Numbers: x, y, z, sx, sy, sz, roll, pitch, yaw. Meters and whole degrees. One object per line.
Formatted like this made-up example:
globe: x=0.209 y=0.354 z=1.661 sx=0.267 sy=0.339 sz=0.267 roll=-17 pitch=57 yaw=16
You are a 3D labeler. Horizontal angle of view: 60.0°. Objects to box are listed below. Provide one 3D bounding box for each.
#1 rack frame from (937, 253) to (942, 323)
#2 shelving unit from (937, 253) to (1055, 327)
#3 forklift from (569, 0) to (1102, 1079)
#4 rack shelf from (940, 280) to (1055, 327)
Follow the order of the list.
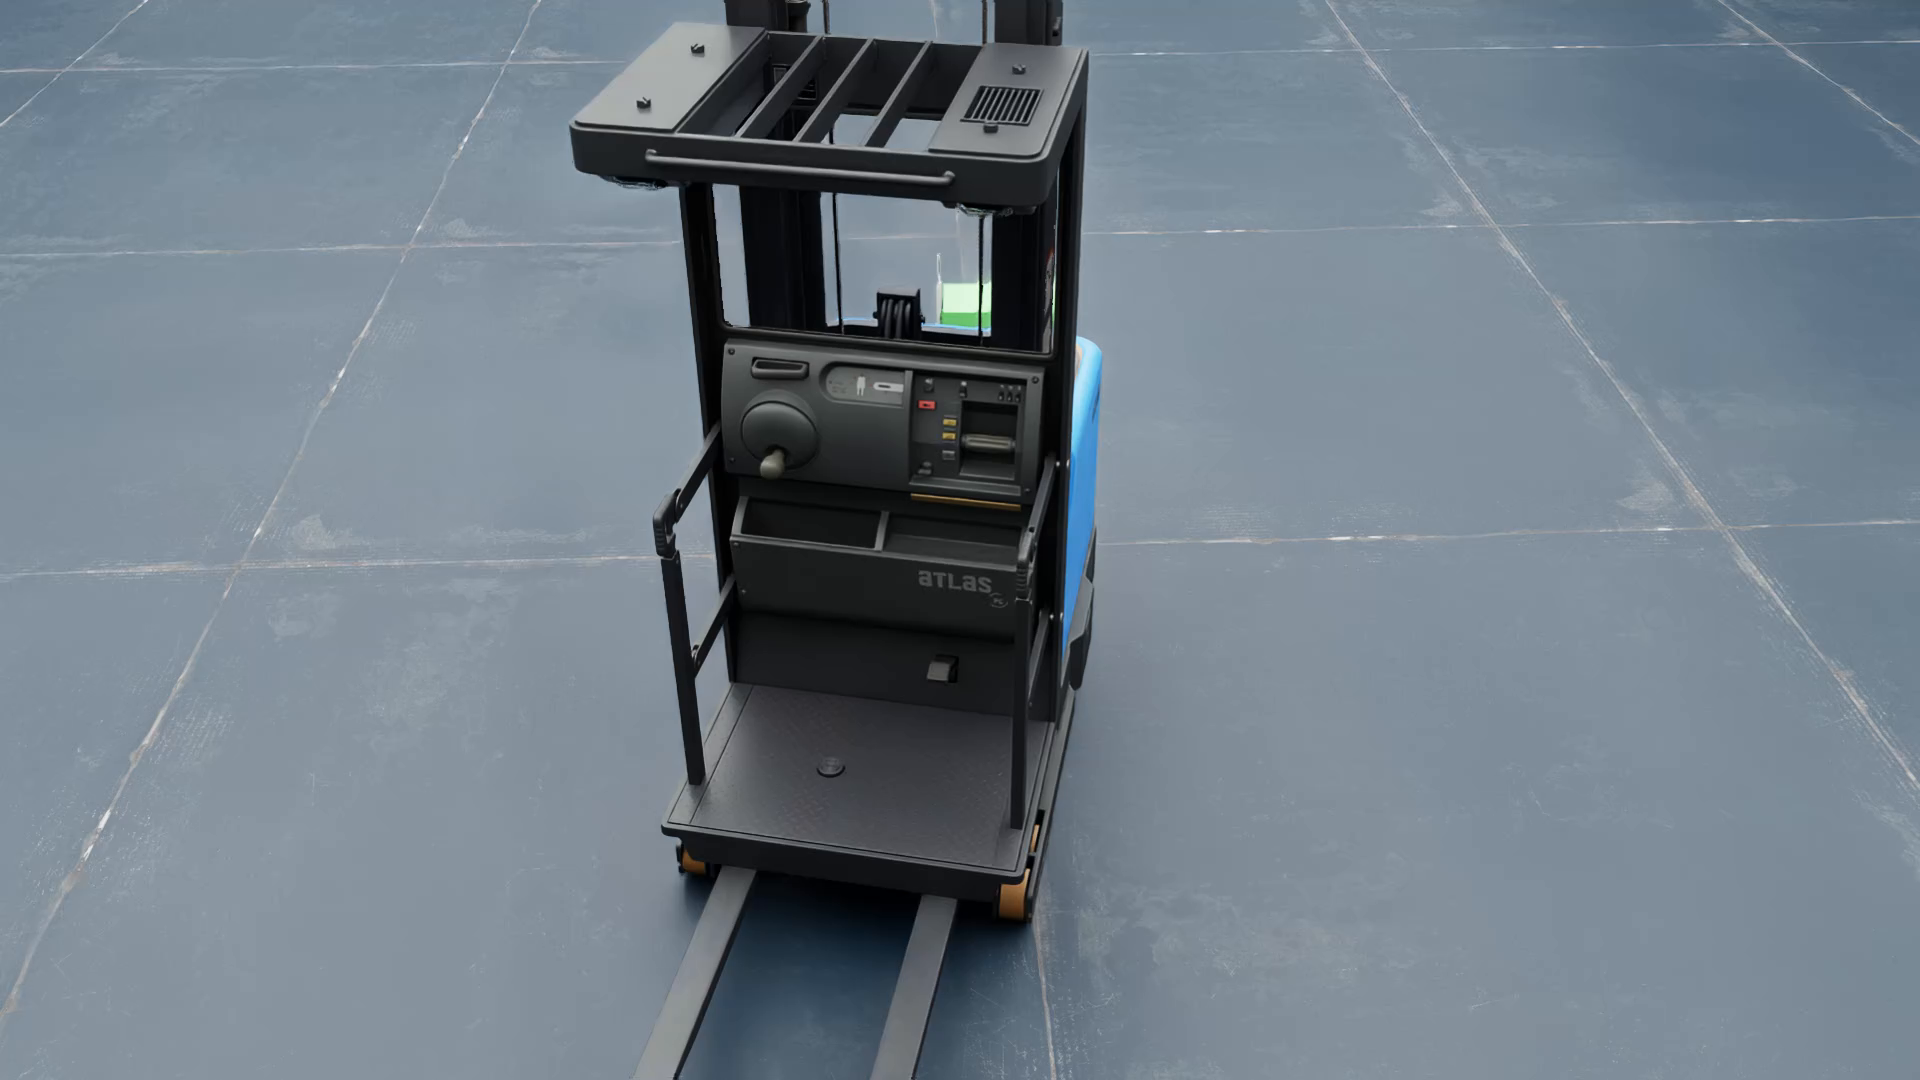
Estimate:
rack frame: x=-0.075 y=-0.505 z=6.425 sx=0.015 sy=1.200 sz=0.240 roll=0 pitch=35 yaw=0
shelving unit: x=0.169 y=-0.505 z=6.425 sx=0.503 sy=1.200 sz=0.258 roll=0 pitch=35 yaw=0
forklift: x=-0.266 y=-0.275 z=4.572 sx=1.130 sy=2.935 sz=3.031 roll=6 pitch=35 yaw=9
rack shelf: x=0.169 y=-0.847 z=6.188 sx=0.480 sy=0.148 sz=0.258 roll=0 pitch=35 yaw=0
